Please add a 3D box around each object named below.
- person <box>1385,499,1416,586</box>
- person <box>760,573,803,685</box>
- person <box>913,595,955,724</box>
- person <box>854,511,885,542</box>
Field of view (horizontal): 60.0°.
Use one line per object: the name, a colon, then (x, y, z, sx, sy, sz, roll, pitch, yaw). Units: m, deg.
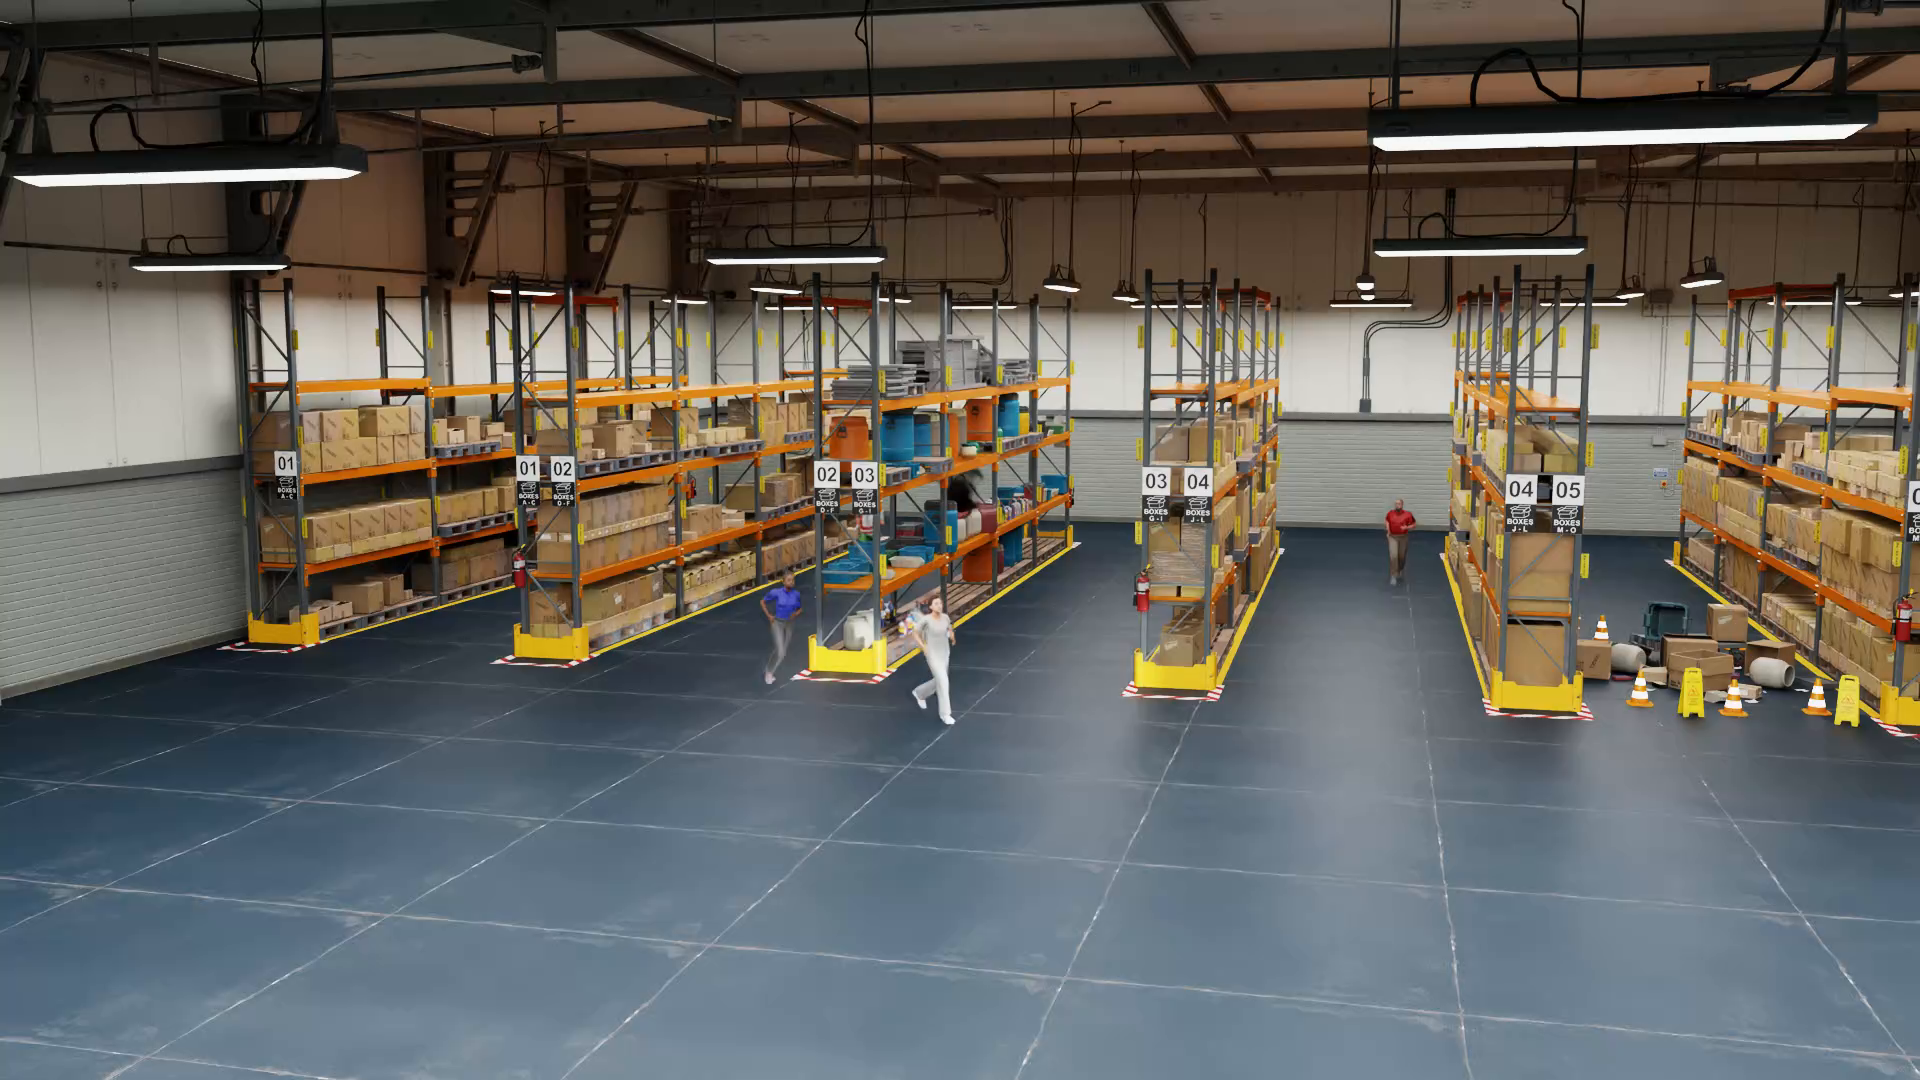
person: (9.106, 0.027, 34.420, 0.642, 1.759, 0.914, 2, 7, 19)
person: (-2.591, 1.294, 24.357, 0.586, 1.646, 0.587, -5, 8, -35)
person: (-0.326, 1.549, 22.033, 0.561, 1.673, 0.851, -5, 9, -38)
person: (-1.887, -0.096, 34.691, 0.658, 1.750, 0.979, 0, 7, 4)
